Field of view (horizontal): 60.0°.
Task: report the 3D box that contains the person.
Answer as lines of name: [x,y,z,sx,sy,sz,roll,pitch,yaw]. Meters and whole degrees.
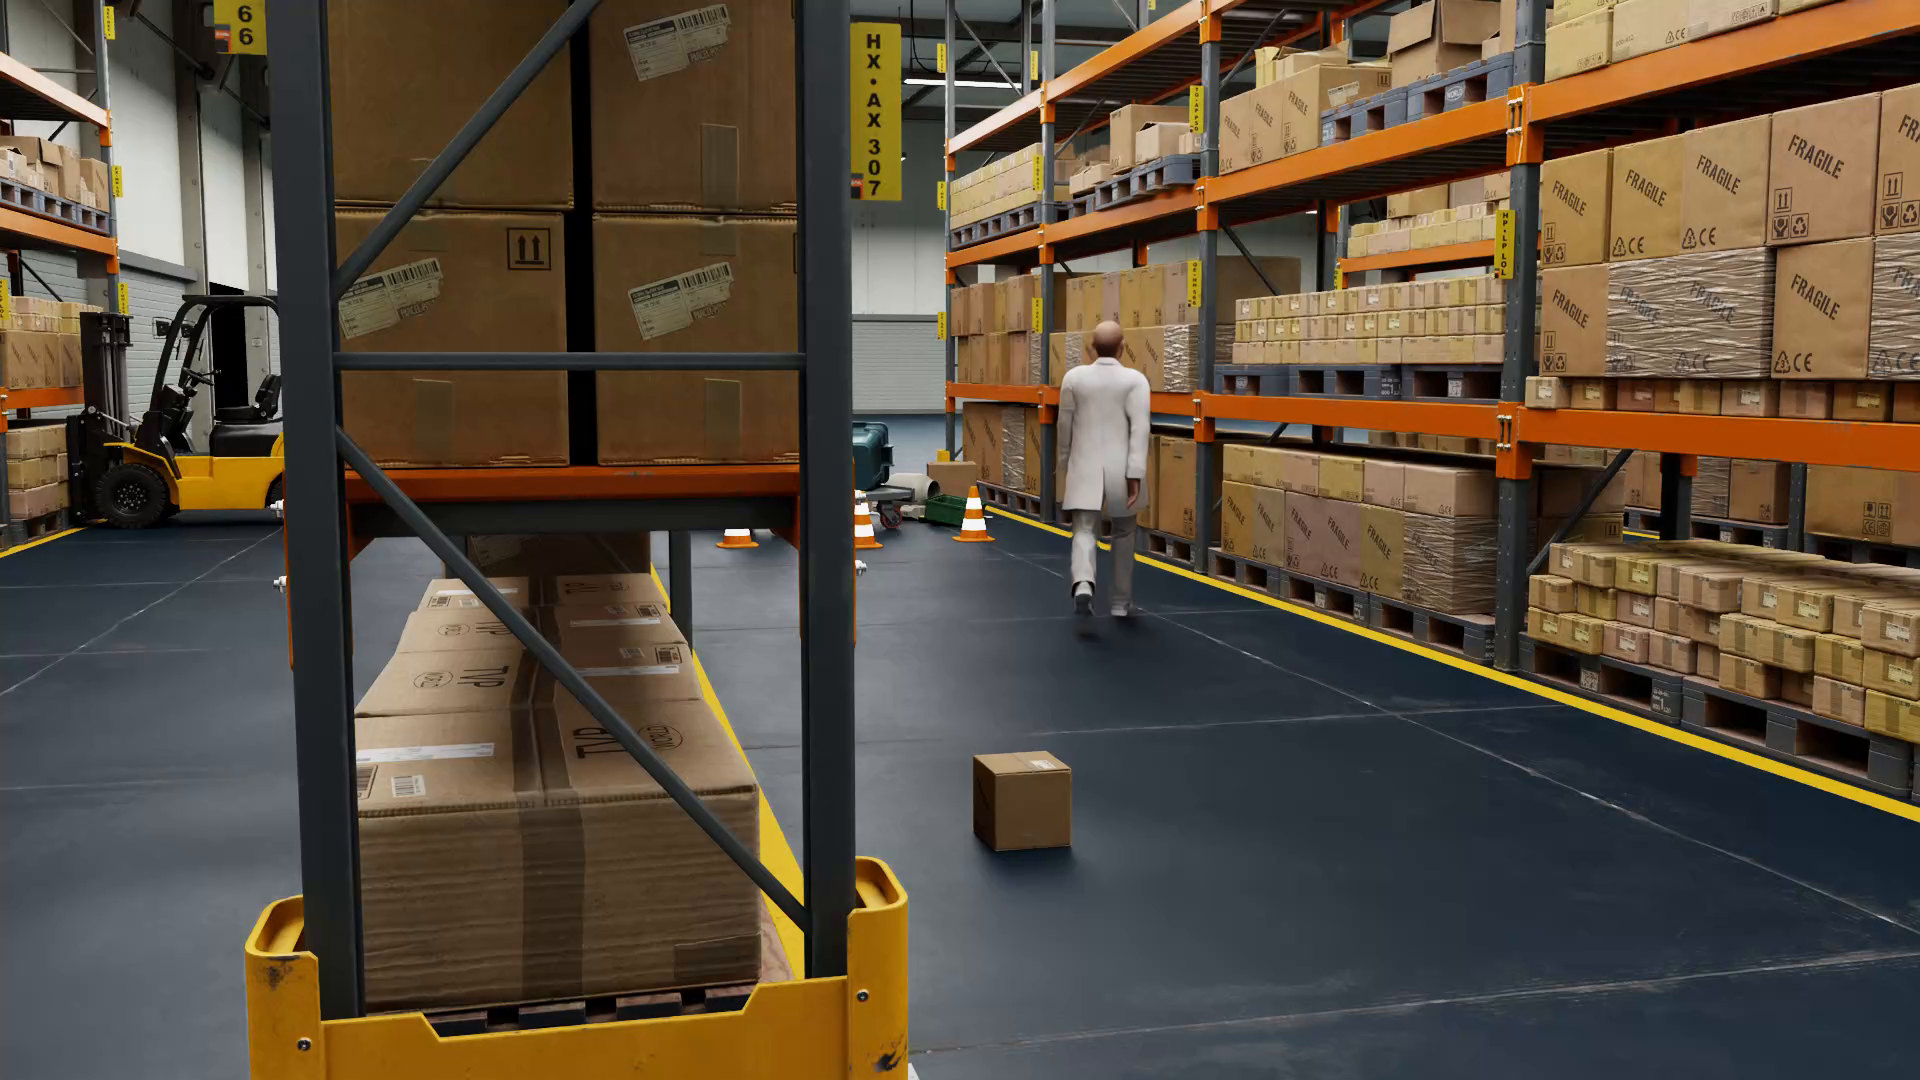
person: [0.830,-0.395,9.643,0.557,1.740,1.038,1,6,11]
